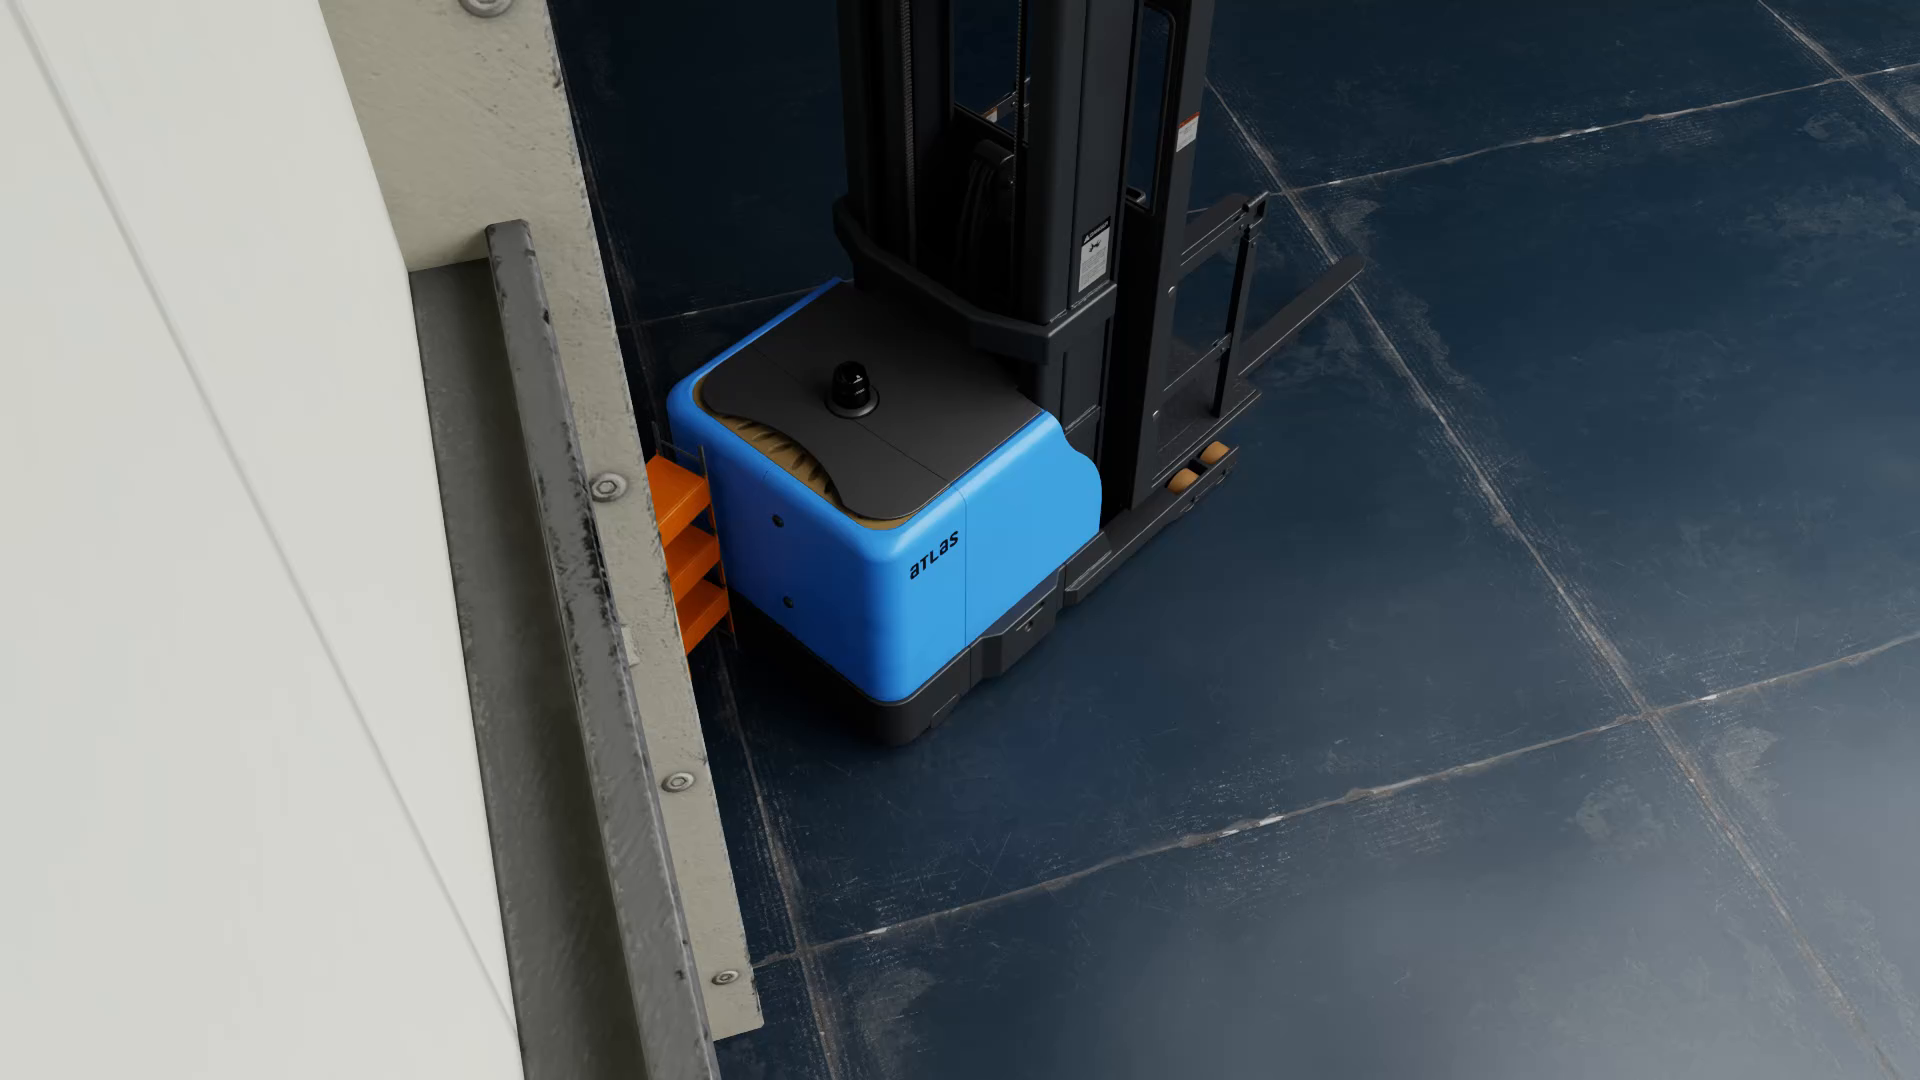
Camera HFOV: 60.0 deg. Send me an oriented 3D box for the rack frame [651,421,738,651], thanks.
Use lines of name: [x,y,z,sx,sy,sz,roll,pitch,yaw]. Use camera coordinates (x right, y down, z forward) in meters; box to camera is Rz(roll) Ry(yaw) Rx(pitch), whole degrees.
rack frame: [-0.877,0.011,5.554,0.200,1.050,0.008,27,55,21]

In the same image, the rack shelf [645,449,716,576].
rack shelf: [-0.944,-0.087,5.279,0.215,0.259,0.240,27,55,21]

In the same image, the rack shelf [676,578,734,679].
rack shelf: [-0.944,0.275,5.709,0.215,0.259,0.240,27,55,21]

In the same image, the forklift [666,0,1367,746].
forklift: [0.424,-1.293,5.423,1.130,2.935,3.031,35,58,26]

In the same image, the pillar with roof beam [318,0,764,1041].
pillar with roof beam: [3.317,-2.519,2.487,9.100,9.000,0.400,-13,51,-11]

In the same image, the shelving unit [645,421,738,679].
shelving unit: [-0.944,0.089,5.488,0.215,1.050,0.252,27,55,21]

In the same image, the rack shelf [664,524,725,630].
rack shelf: [-0.944,0.096,5.496,0.215,0.259,0.240,27,55,21]
